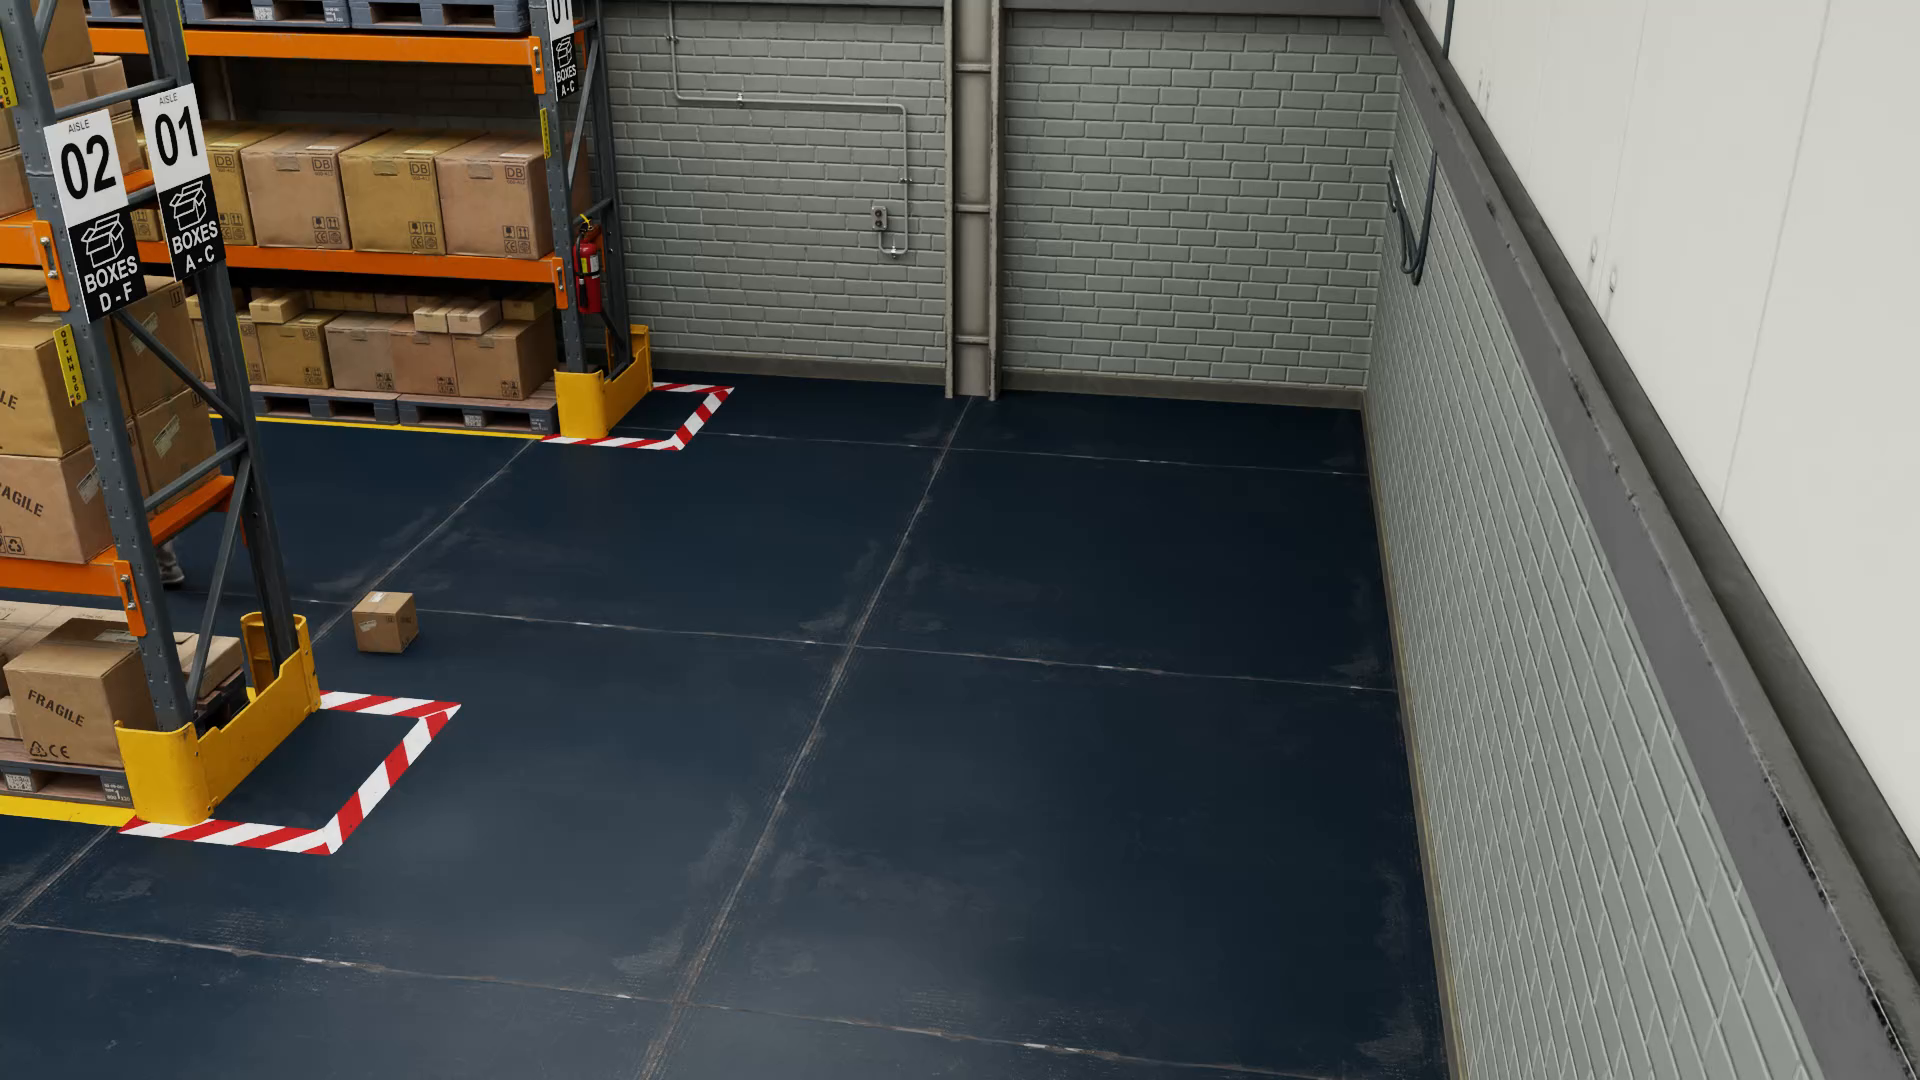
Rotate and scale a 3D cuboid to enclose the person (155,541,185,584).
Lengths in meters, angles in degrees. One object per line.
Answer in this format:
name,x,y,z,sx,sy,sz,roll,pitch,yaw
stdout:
person,-4.903,-0.504,9.699,0.562,1.758,0.516,6,26,13
